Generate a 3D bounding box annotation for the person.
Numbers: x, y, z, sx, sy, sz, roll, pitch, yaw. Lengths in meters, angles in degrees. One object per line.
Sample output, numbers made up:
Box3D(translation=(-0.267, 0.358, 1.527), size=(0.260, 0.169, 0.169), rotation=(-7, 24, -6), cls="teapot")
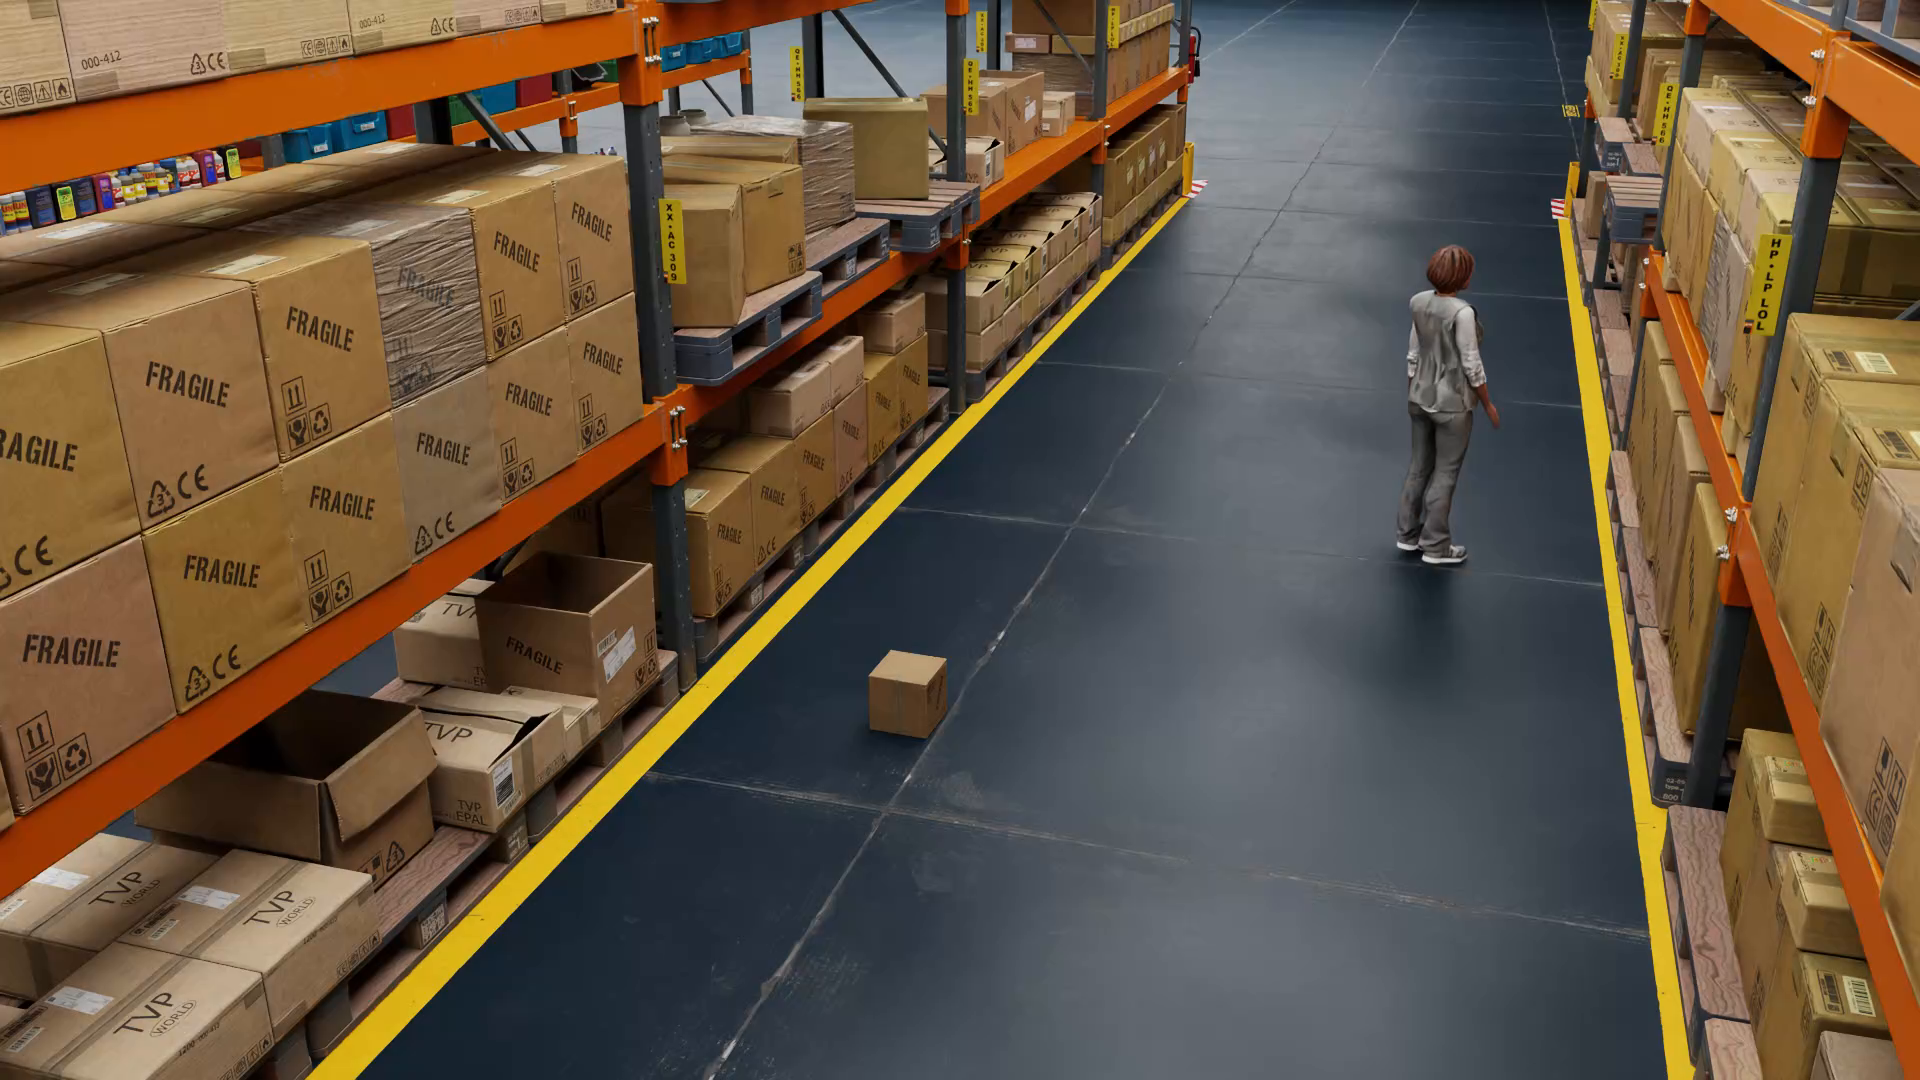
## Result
Box3D(translation=(2.386, -0.652, 8.154), size=(0.350, 1.616, 0.439), rotation=(-11, 25, -25), cls="person")
